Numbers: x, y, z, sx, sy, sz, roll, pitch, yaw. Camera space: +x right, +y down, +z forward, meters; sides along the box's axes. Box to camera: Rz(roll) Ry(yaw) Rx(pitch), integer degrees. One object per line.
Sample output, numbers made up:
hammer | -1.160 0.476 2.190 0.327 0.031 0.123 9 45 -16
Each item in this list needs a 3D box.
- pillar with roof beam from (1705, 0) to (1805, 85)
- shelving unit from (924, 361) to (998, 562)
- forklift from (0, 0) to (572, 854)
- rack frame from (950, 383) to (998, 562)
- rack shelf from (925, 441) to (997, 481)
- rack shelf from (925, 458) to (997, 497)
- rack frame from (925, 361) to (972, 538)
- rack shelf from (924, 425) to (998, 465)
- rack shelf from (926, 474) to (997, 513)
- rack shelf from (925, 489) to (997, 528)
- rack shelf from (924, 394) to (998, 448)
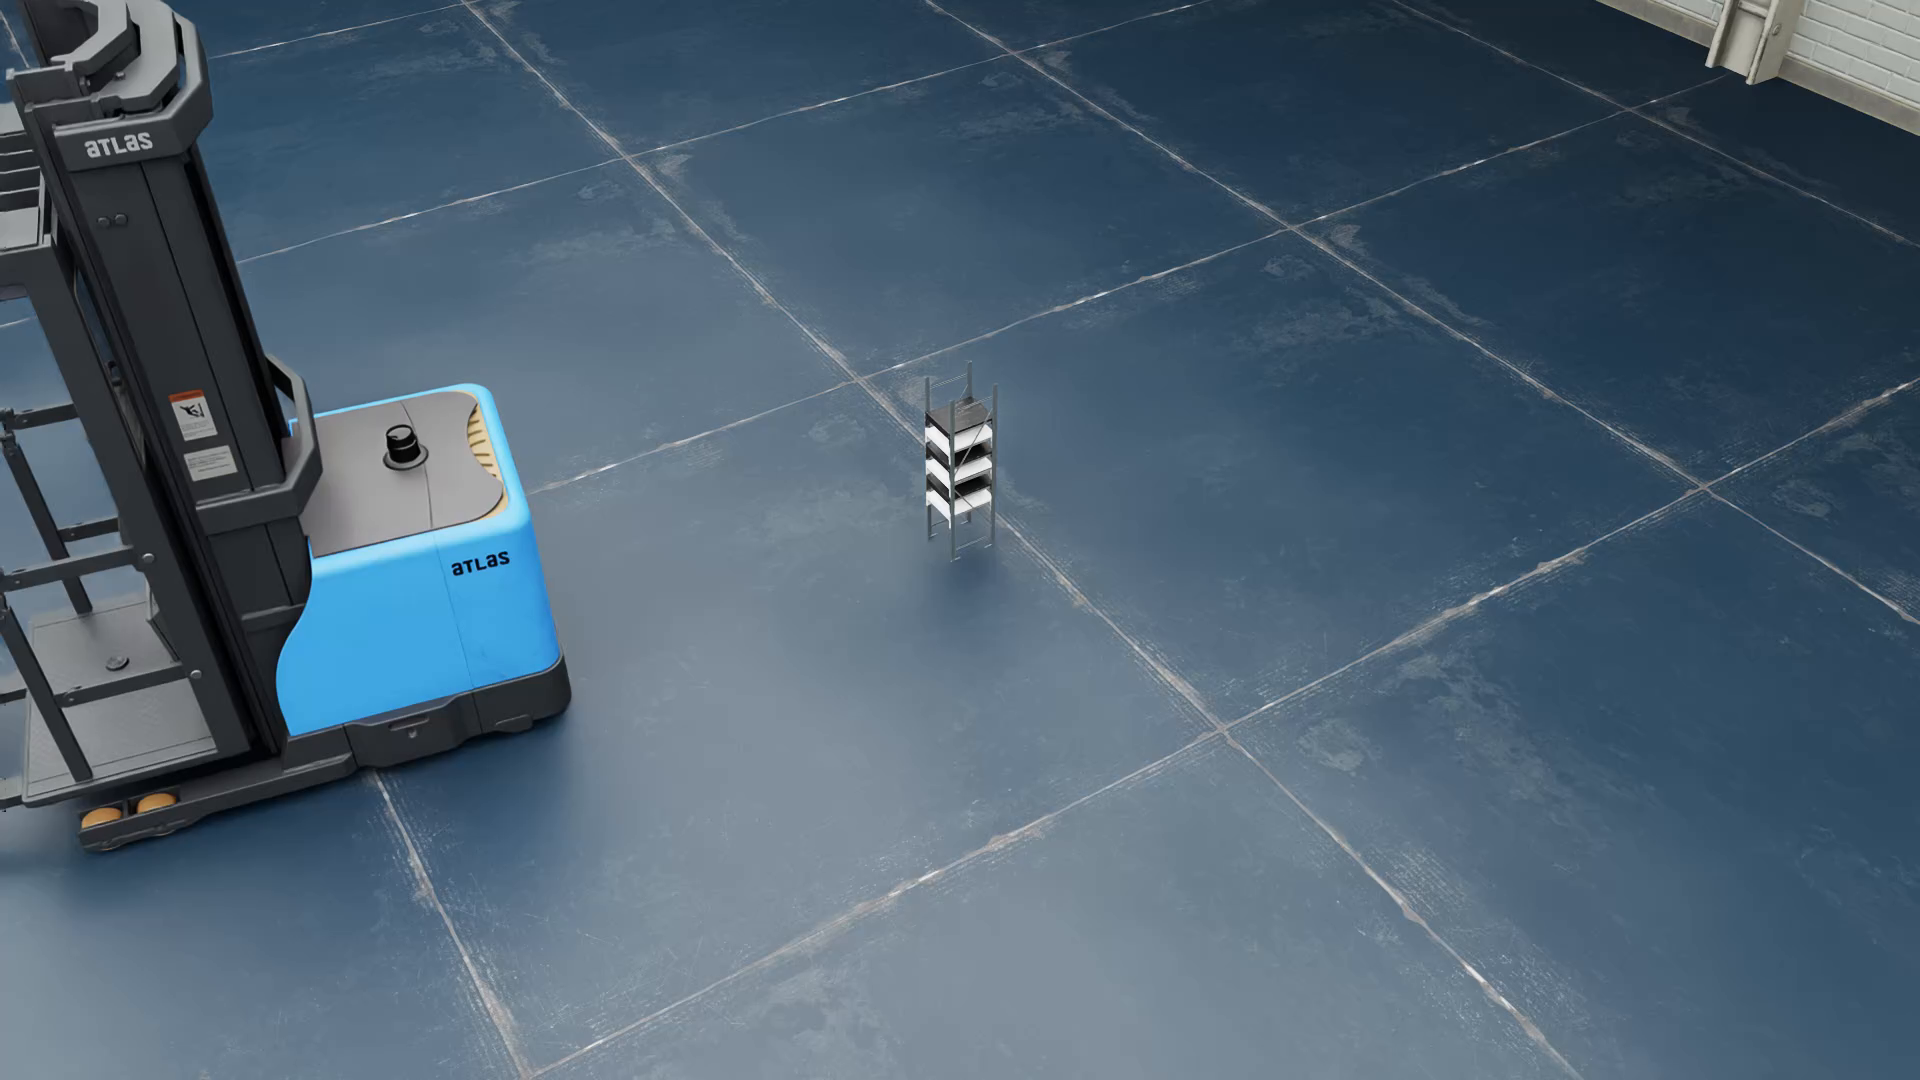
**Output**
pillar with roof beam | 1.887 -5.290 7.068 9.100 9.000 0.400 -22 45 -24
shelving unit | 0.004 -0.341 7.457 0.258 0.900 0.210 -22 45 -24
forklift | -3.170 -0.330 5.856 3.031 2.935 1.130 -14 42 -17
rack frame | 0.059 -0.286 7.391 0.240 0.900 0.006 -22 45 -24
rack shelf | 0.004 -0.385 7.420 0.258 0.077 0.200 -22 45 -24
rack shelf | 0.004 -0.316 7.478 0.258 0.077 0.200 -22 45 -24
rack frame | -0.050 -0.396 7.523 0.240 0.900 0.006 -22 45 -24
rack shelf | 0.004 -0.454 7.363 0.258 0.077 0.200 -22 45 -24
rack shelf | 0.004 -0.247 7.536 0.258 0.077 0.200 -22 45 -24
rack shelf | 0.004 -0.177 7.593 0.258 0.077 0.200 -22 45 -24
rack shelf | 0.004 -0.523 7.305 0.258 0.077 0.200 -22 45 -24
